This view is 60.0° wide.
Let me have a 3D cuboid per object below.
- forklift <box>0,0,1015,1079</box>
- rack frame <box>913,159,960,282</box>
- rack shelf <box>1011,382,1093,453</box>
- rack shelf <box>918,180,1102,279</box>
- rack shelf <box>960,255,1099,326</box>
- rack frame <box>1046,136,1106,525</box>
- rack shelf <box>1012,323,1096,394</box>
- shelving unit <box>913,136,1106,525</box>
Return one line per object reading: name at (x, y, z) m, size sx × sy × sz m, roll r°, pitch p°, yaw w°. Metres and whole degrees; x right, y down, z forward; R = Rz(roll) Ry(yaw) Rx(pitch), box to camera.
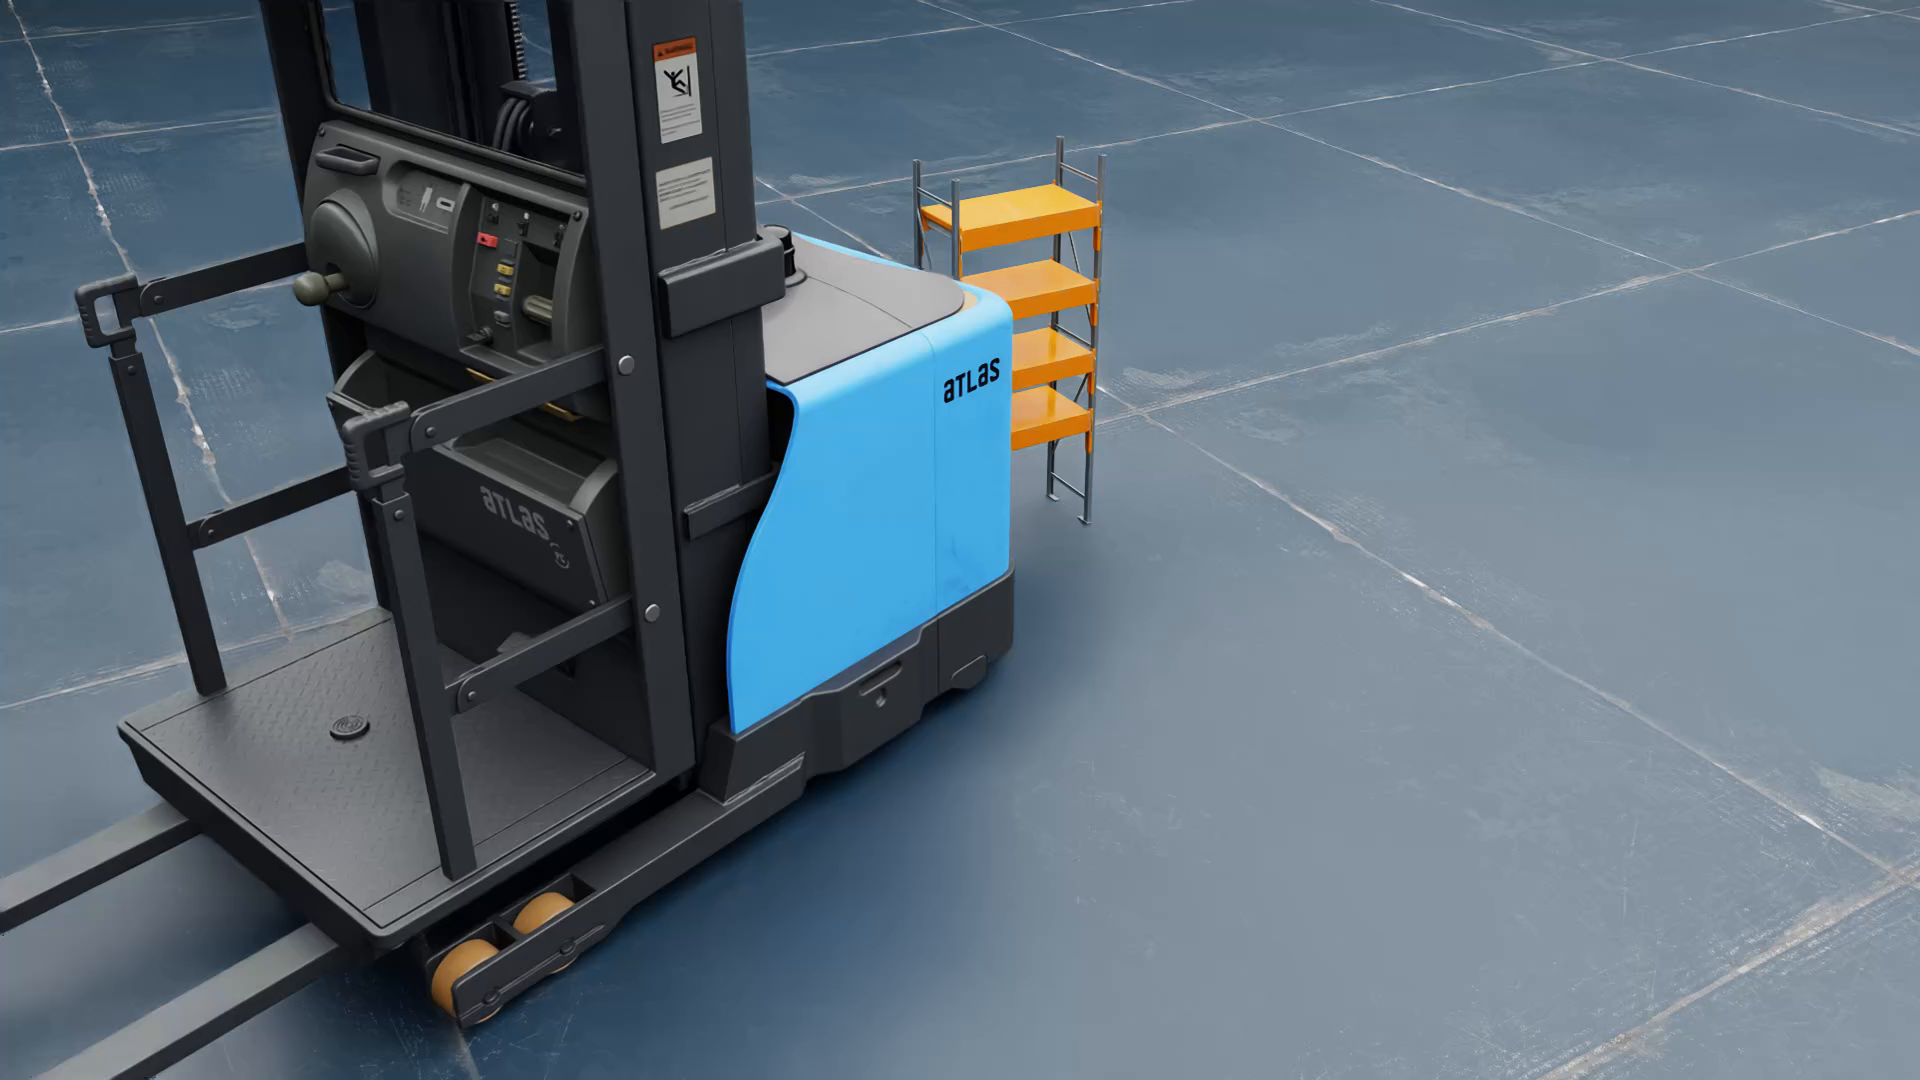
forklift at (-1.196, -0.561, 3.233) m, size 1.130 × 2.935 × 3.031 m, roll 23°, pitch 36°, yaw 35°
rack frame at (-0.068, -0.506, 4.925) m, size 0.015 × 1.200 × 0.240 m, roll -16°, pitch 33°, yaw -26°
rack shelf at (0.143, -0.333, 5.162) m, size 0.480 × 0.148 × 0.258 m, roll -16°, pitch 33°, yaw -26°
rack shelf at (0.143, -0.910, 4.844) m, size 0.480 × 0.148 × 0.258 m, roll -16°, pitch 33°, yaw -26°
rack shelf at (0.143, -0.703, 4.958) m, size 0.480 × 0.148 × 0.258 m, roll -16°, pitch 33°, yaw -26°
rack frame at (0.353, -0.626, 5.142) m, size 0.015 × 1.200 × 0.240 m, roll -16°, pitch 33°, yaw -26°
rack shelf at (0.143, -0.507, 5.066) m, size 0.480 × 0.148 × 0.258 m, roll -16°, pitch 33°, yaw -26°
shelving unit at (0.143, -0.566, 5.034) m, size 0.503 × 1.200 × 0.258 m, roll -16°, pitch 33°, yaw -26°
